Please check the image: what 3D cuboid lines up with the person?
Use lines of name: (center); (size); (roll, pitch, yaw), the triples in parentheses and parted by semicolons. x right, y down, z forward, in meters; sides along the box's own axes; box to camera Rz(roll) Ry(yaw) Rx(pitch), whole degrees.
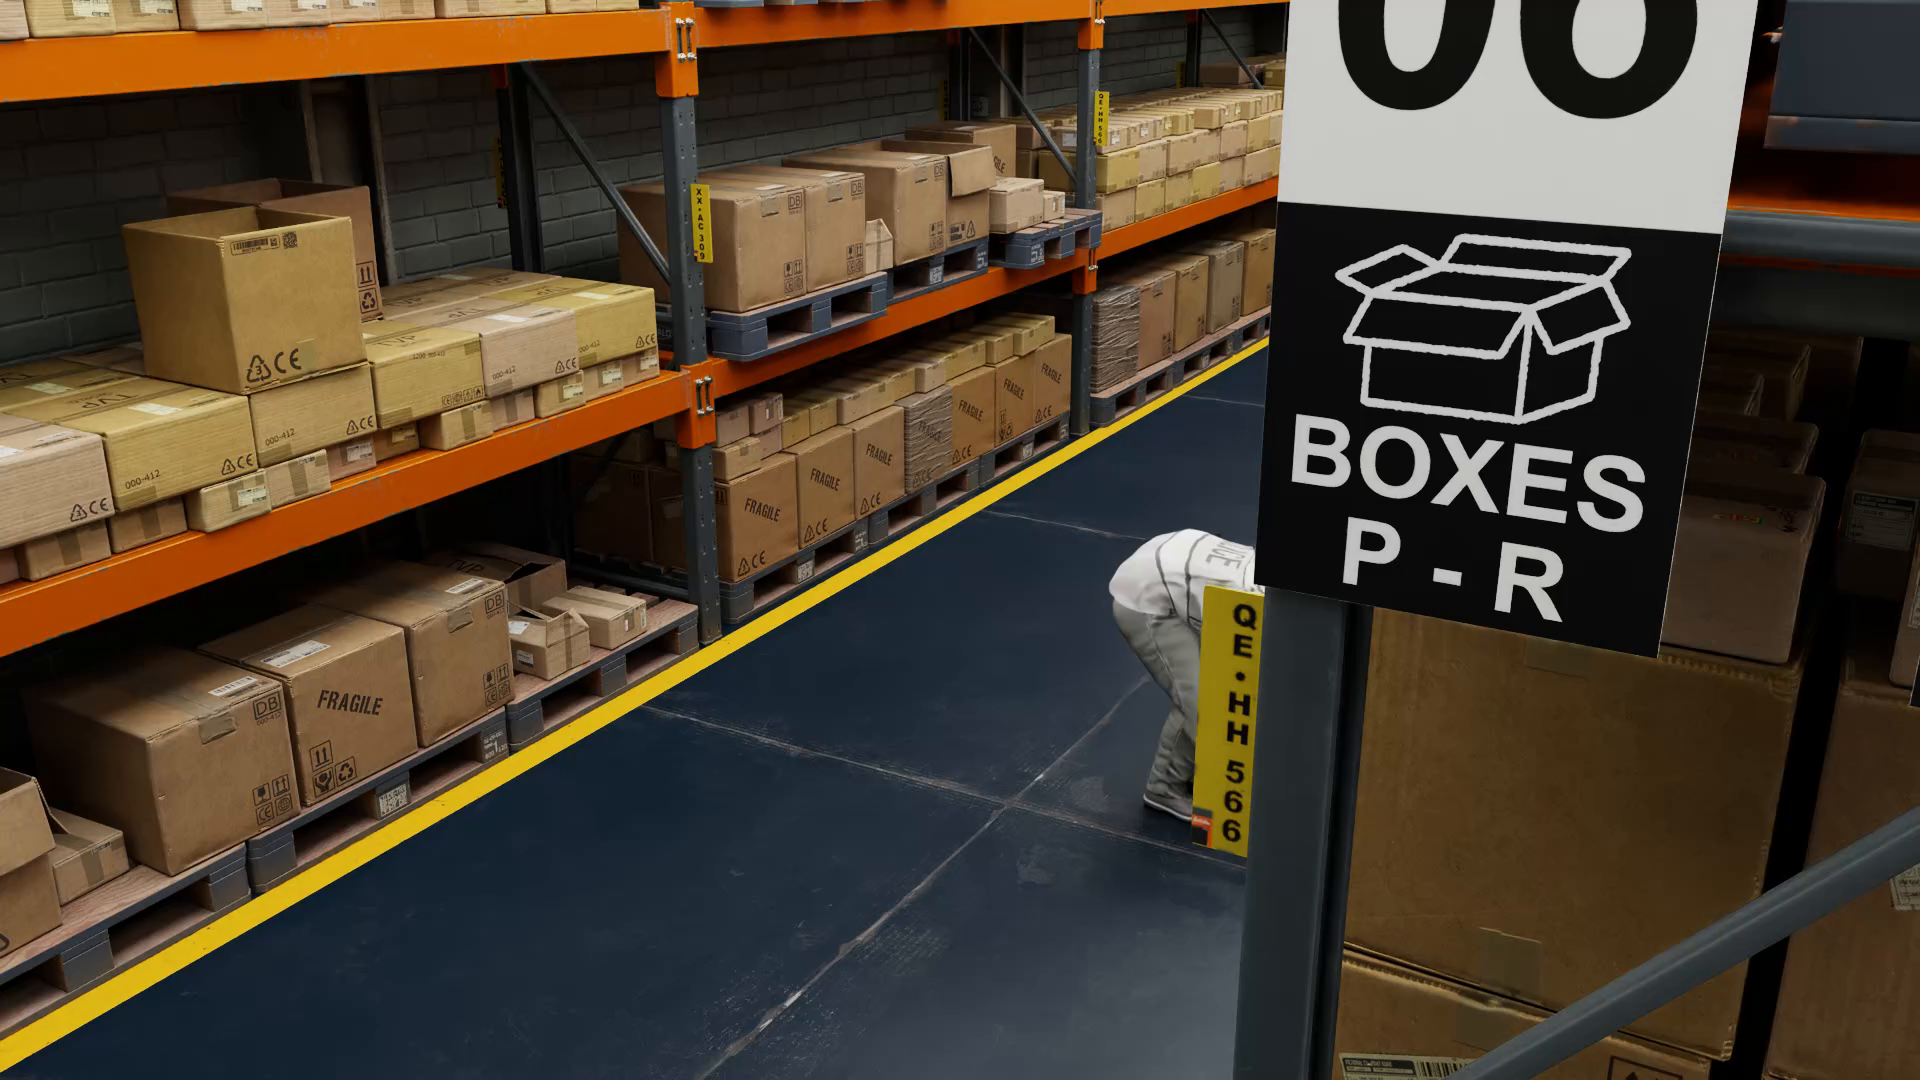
person: (1.011, 0.508, 6.065); (0.952, 1.047, 0.476); (10, 22, 25)
